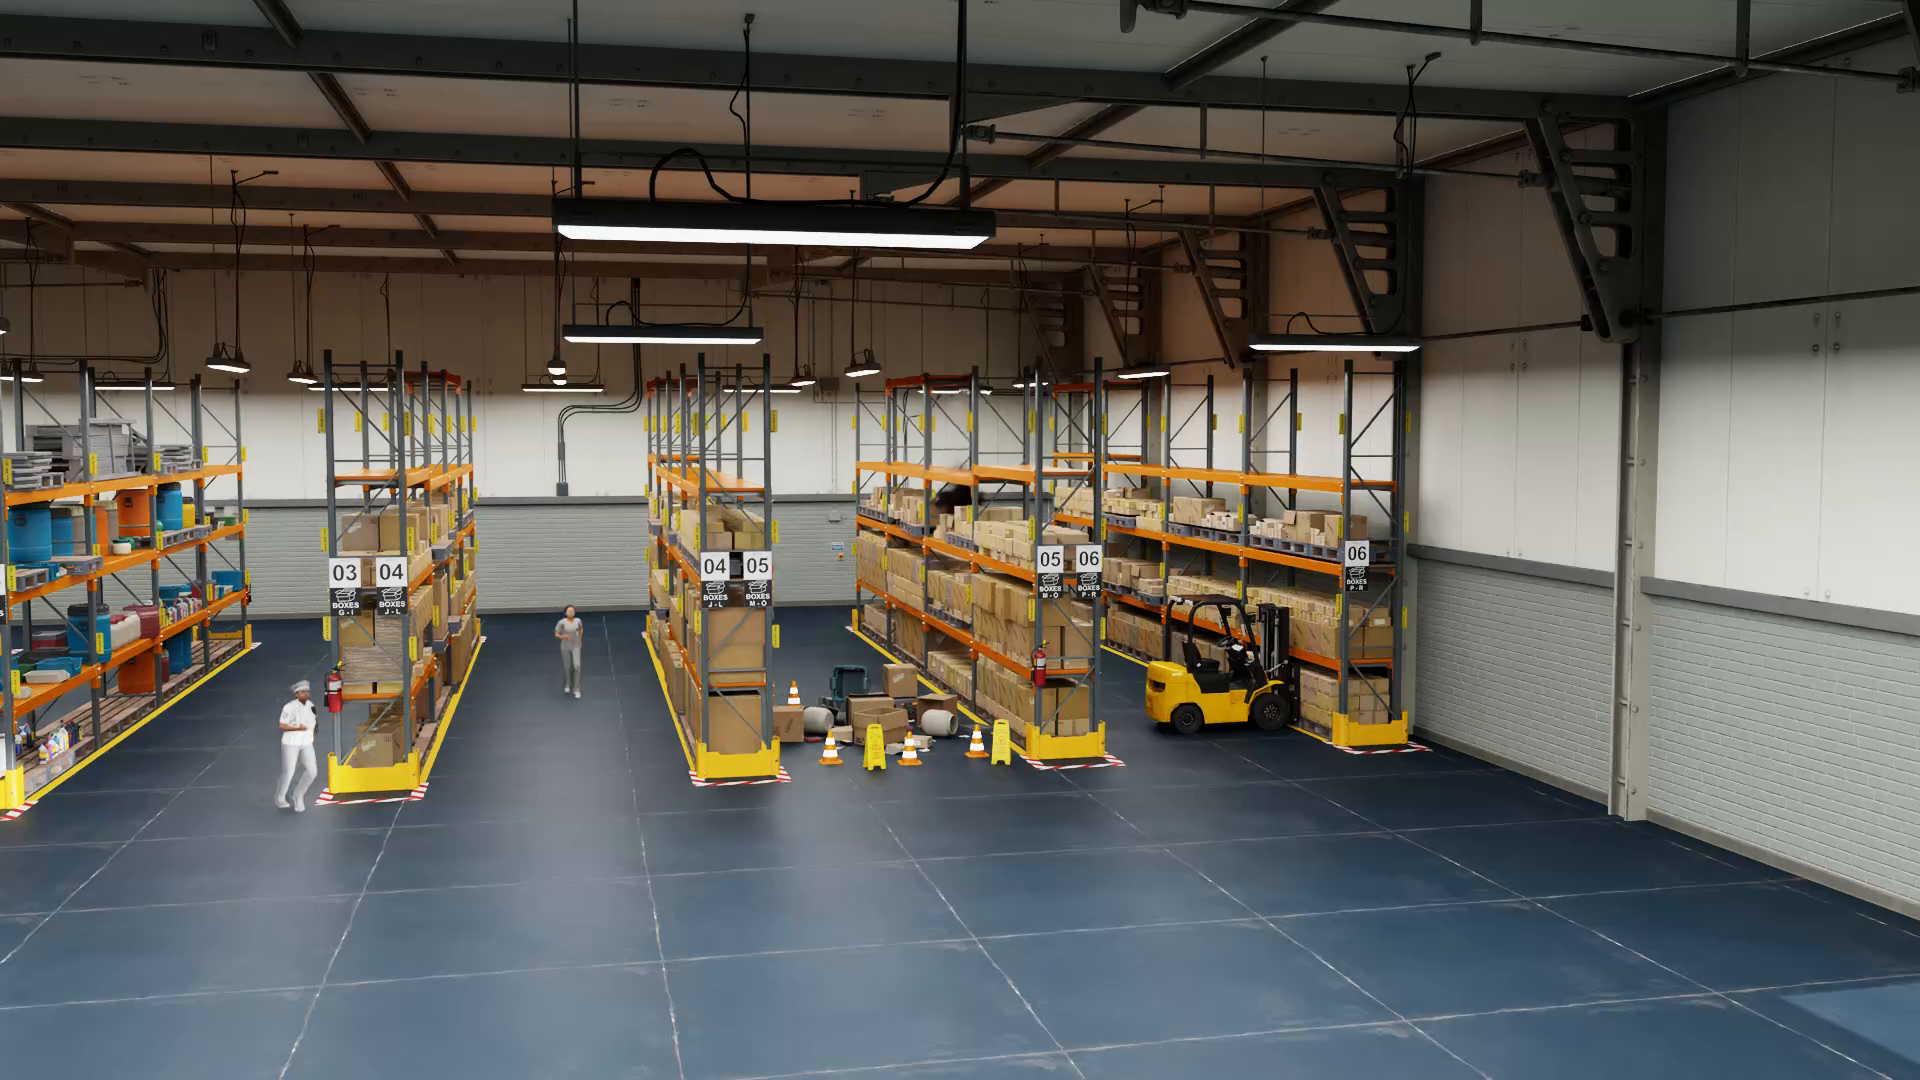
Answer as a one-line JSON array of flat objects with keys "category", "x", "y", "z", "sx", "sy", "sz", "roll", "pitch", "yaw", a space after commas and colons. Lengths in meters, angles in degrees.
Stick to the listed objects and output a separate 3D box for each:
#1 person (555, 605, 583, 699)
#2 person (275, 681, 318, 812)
[{"category": "person", "x": -7.194, "y": 2.039, "z": 30.629, "sx": 0.552, "sy": 1.710, "sz": 0.774, "roll": -2, "pitch": 4, "yaw": -22}, {"category": "person", "x": -8.549, "y": 2.675, "z": 21.578, "sx": 0.689, "sy": 1.720, "sz": 0.581, "roll": 3, "pitch": 5, "yaw": 41}]
